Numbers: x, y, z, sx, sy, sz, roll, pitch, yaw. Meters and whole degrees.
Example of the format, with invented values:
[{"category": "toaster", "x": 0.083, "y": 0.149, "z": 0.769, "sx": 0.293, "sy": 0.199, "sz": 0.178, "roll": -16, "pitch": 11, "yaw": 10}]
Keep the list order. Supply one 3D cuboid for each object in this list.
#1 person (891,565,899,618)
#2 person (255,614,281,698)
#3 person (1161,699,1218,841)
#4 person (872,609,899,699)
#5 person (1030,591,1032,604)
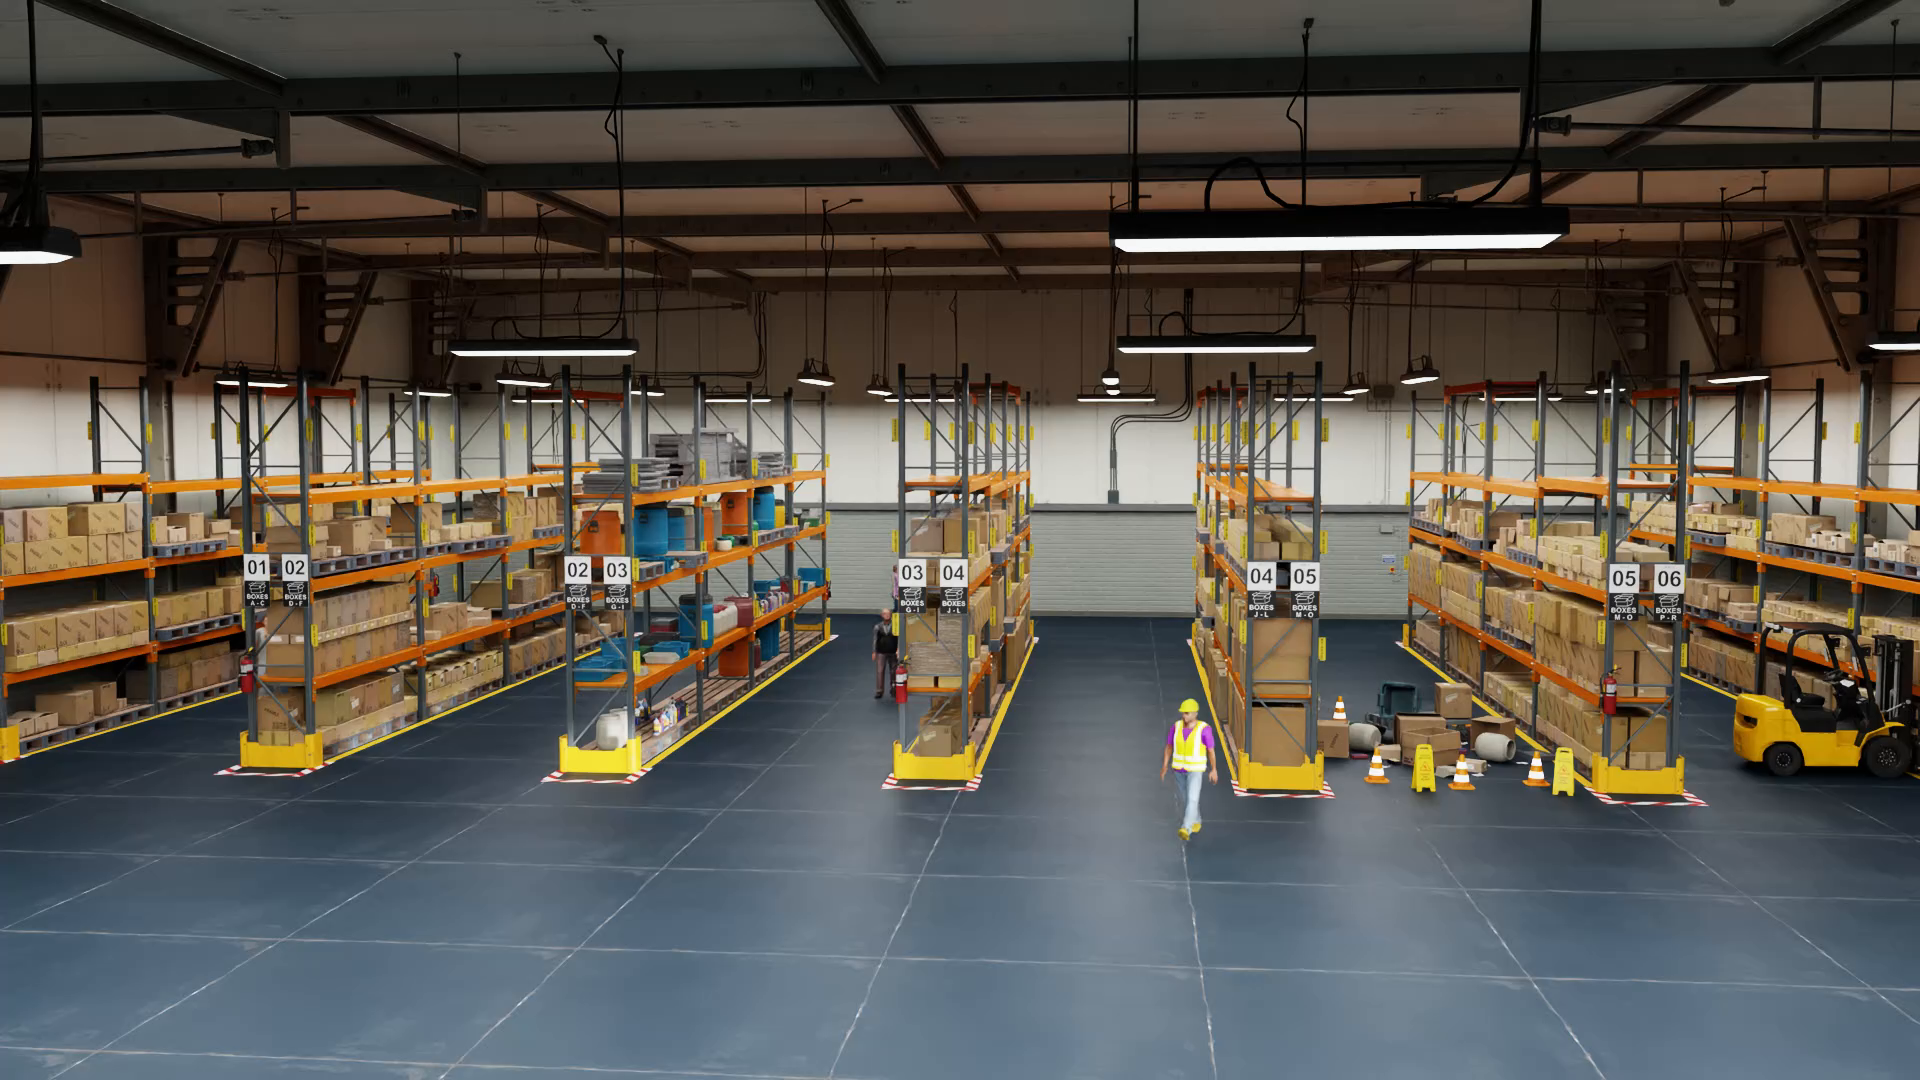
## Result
[{"category": "person", "x": -1.617, "y": 1.427, "z": 43.040, "sx": 0.414, "sy": 1.589, "sz": 0.416, "roll": 2, "pitch": 4, "yaw": 23}, {"category": "person", "x": -12.815, "y": 2.193, "z": 30.813, "sx": 0.539, "sy": 1.666, "sz": 0.765, "roll": -1, "pitch": 4, "yaw": -21}, {"category": "person", "x": 2.763, "y": 2.813, "z": 20.438, "sx": 0.606, "sy": 1.698, "sz": 1.072, "roll": 3, "pitch": 5, "yaw": 36}, {"category": "person", "x": -1.377, "y": 2.138, "z": 31.359, "sx": 0.589, "sy": 1.649, "sz": 1.082, "roll": 0, "pitch": 4, "yaw": 1}, {"category": "person", "x": 1.523, "y": 1.475, "z": 41.936, "sx": 0.486, "sy": 1.610, "sz": 1.081, "roll": -2, "pitch": 4, "yaw": -29}]
